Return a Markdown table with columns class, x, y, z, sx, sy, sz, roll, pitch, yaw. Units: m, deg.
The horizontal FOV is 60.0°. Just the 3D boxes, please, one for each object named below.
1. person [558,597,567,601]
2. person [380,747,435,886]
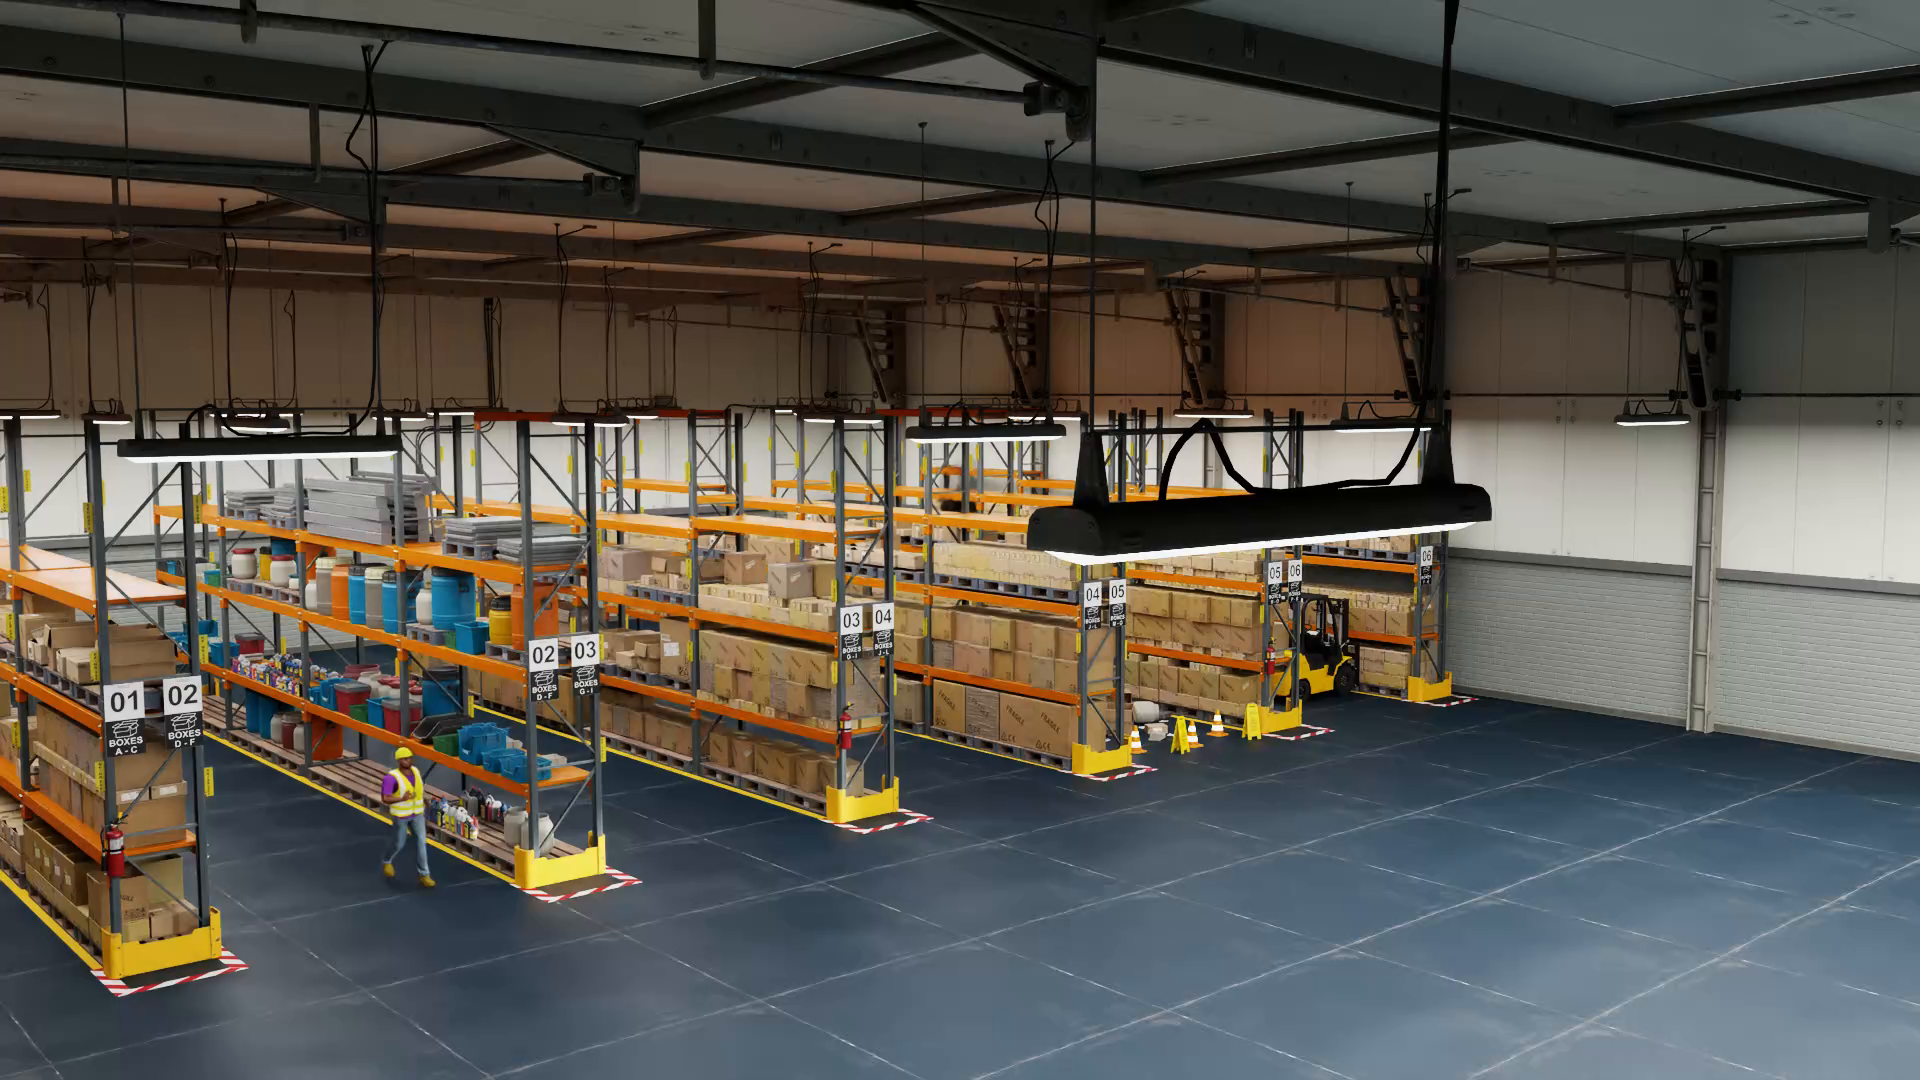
| class | x | y | z | sx | sy | sz | roll | pitch | yaw |
| --- | --- | --- | --- | --- | --- | --- | --- | --- | --- |
| person | -9.416 | 2.127 | 38.943 | 0.601 | 1.638 | 0.609 | -1 | 5 | -13 |
| person | -7.131 | 3.540 | 21.435 | 0.985 | 1.753 | 0.700 | 4 | 7 | 40 |
